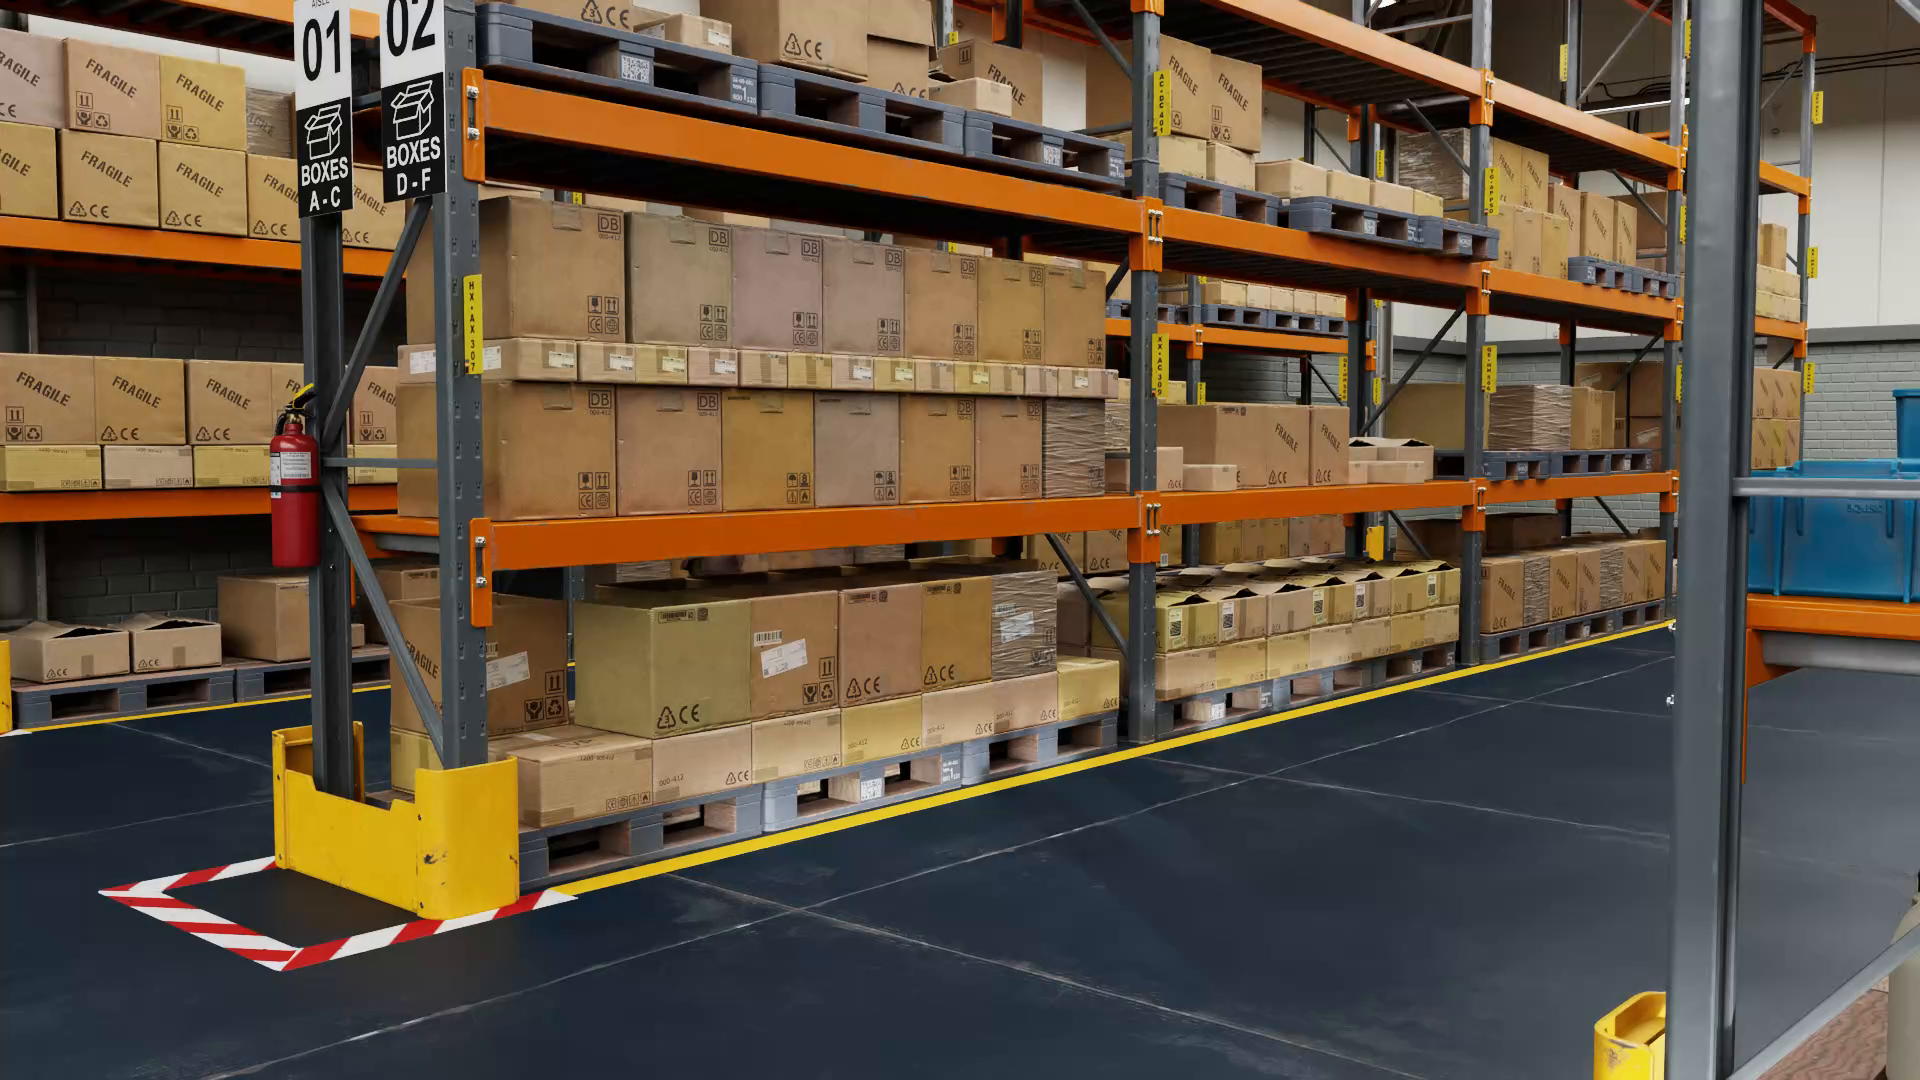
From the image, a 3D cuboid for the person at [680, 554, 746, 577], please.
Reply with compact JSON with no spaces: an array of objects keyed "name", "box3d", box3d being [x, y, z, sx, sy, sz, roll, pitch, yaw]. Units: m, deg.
[{"name":"person","box3d":[-1.615,0.002,11.298,0.693,1.763,0.585,-3,5,-44]}]
